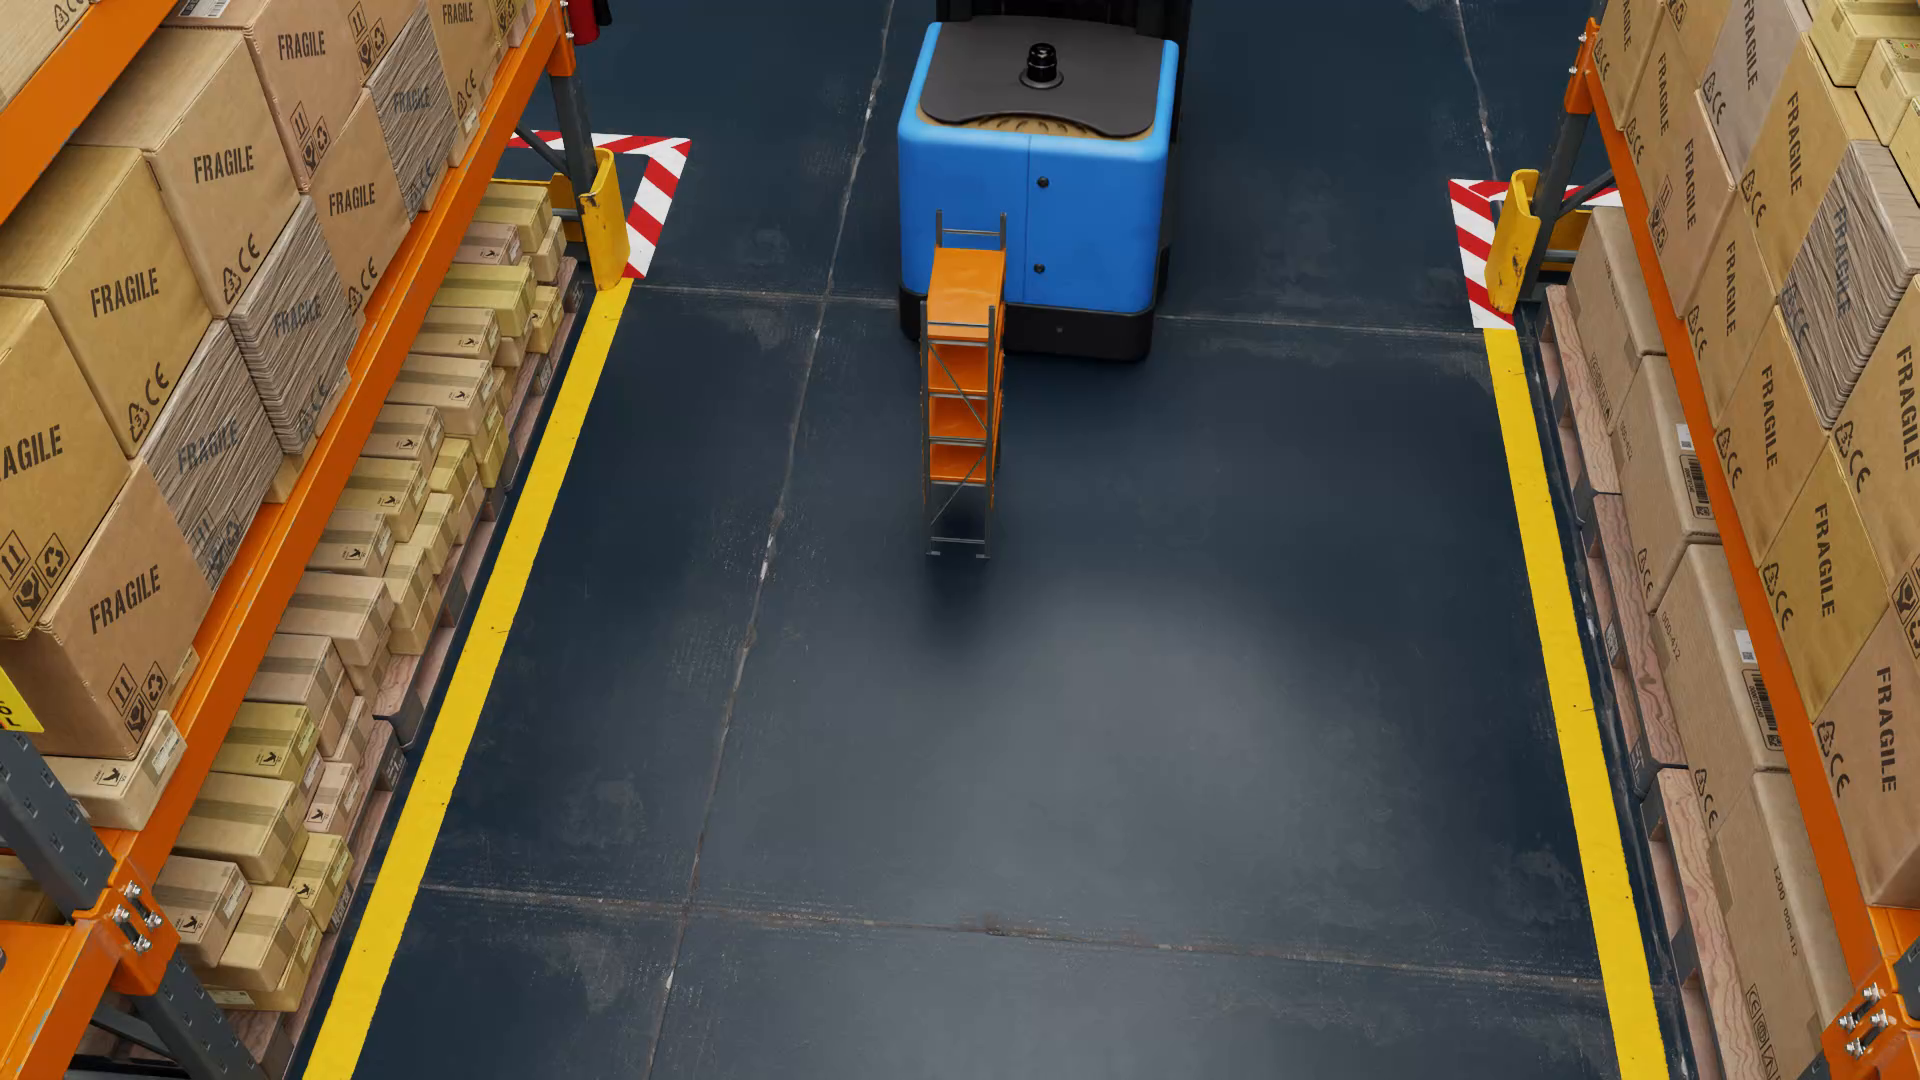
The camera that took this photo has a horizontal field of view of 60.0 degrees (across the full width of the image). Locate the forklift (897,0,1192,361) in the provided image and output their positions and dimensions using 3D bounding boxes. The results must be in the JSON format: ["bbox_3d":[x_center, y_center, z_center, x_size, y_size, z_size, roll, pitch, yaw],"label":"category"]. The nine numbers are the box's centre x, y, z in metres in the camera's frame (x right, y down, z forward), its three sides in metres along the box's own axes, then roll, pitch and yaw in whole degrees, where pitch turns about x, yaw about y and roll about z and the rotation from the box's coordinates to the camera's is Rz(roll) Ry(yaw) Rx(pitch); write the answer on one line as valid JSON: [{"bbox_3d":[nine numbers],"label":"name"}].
[{"bbox_3d":[0.476,-2.828,6.850,1.130,2.935,3.031,6,48,6],"label":"forklift"}]

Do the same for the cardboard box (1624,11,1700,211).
[{"bbox_3d":[2.533,-1.383,5.415,0.500,0.500,0.500,3,48,3],"label":"cardboard box"}]

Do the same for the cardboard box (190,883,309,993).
[{"bbox_3d":[-2.070,1.099,4.658,0.380,0.149,0.250,6,48,5],"label":"cardboard box"}]

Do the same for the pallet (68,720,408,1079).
[{"bbox_3d":[-2.396,1.069,5.129,1.003,0.211,1.213,4,48,4],"label":"pallet"}]

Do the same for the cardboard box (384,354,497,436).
[{"bbox_3d":[-1.886,-0.523,5.940,0.380,0.149,0.250,5,48,5],"label":"cardboard box"}]

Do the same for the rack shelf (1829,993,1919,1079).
[{"bbox_3d":[2.334,2.595,2.331,1.077,0.370,4.000,4,48,4],"label":"rack shelf"}]

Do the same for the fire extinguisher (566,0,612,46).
[{"bbox_3d":[-1.575,-2.317,6.642,0.296,0.674,0.183,4,48,4],"label":"fire extinguisher"}]

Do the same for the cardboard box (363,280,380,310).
[{"bbox_3d":[-2.019,-0.835,5.151,0.380,0.149,0.250,5,48,4],"label":"cardboard box"}]

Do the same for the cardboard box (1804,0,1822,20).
[{"bbox_3d":[2.440,-1.452,4.360,0.380,0.149,0.250,4,48,4],"label":"cardboard box"}]

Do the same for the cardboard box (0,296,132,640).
[{"bbox_3d":[-2.138,-0.163,3.419,0.500,0.500,0.500,5,48,4],"label":"cardboard box"}]

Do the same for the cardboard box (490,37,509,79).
[{"bbox_3d":[-1.866,-1.792,6.026,0.380,0.149,0.250,4,48,3],"label":"cardboard box"}]

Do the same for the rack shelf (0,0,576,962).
[{"bbox_3d":[-2.240,-0.603,5.256,1.077,0.370,4.000,4,48,4],"label":"rack shelf"}]

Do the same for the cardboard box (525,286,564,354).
[{"bbox_3d":[-1.821,-0.898,6.686,0.380,0.149,0.250,5,48,5],"label":"cardboard box"}]

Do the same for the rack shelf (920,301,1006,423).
[{"bbox_3d":[0.015,-0.632,5.803,0.258,0.148,0.480,4,48,4],"label":"rack shelf"}]

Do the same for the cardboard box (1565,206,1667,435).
[{"bbox_3d":[2.920,-0.842,6.439,0.875,0.438,0.875,2,48,2],"label":"cardboard box"}]

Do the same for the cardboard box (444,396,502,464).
[{"bbox_3d":[-1.901,-0.425,6.052,0.380,0.149,0.250,5,48,4],"label":"cardboard box"}]

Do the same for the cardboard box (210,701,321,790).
[{"bbox_3d":[-2.126,0.617,4.897,0.380,0.149,0.250,3,48,3],"label":"cardboard box"}]

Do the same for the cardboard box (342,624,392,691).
[{"bbox_3d":[-2.075,0.327,5.364,0.380,0.149,0.250,6,48,5],"label":"cardboard box"}]

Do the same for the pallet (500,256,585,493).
[{"bbox_3d":[-2.174,-0.724,6.769,1.003,0.211,1.213,4,48,4],"label":"pallet"}]

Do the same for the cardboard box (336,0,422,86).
[{"bbox_3d":[-1.936,-1.679,4.806,0.500,0.500,0.500,6,48,5],"label":"cardboard box"}]

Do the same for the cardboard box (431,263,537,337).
[{"bbox_3d":[-1.831,-0.910,6.294,0.380,0.149,0.250,3,48,3],"label":"cardboard box"}]

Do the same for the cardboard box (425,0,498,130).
[{"bbox_3d":[-1.894,-1.724,5.524,0.500,0.500,0.500,3,48,3],"label":"cardboard box"}]

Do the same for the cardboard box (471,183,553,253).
[{"bbox_3d":[-1.854,-1.290,6.641,0.380,0.149,0.250,4,48,4],"label":"cardboard box"}]

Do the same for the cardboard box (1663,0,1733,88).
[{"bbox_3d":[2.513,-1.714,5.040,0.500,0.500,0.500,3,48,2],"label":"cardboard box"}]

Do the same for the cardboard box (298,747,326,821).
[{"bbox_3d":[-2.150,0.726,4.999,0.380,0.149,0.250,4,48,3],"label":"cardboard box"}]

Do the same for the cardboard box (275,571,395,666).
[{"bbox_3d":[-2.021,0.242,5.240,0.380,0.149,0.250,5,48,4],"label":"cardboard box"}]

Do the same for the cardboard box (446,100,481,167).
[{"bbox_3d":[-1.874,-1.417,5.684,0.380,0.149,0.250,5,48,5],"label":"cardboard box"}]

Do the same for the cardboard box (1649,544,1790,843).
[{"bbox_3d":[2.762,0.494,5.217,0.875,0.438,0.875,3,48,2],"label":"cardboard box"}]

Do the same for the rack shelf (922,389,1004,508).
[{"bbox_3d":[0.015,-0.347,6.115,0.258,0.148,0.480,4,48,4],"label":"rack shelf"}]

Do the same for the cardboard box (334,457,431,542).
[{"bbox_3d":[-2.017,-0.142,5.591,0.380,0.149,0.250,4,48,4],"label":"cardboard box"}]

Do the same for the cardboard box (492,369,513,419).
[{"bbox_3d":[-1.940,-0.528,6.347,0.380,0.149,0.250,4,48,4],"label":"cardboard box"}]

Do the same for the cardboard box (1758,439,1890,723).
[{"bbox_3d":[2.346,0.113,4.047,0.500,0.500,0.500,3,48,3],"label":"cardboard box"}]

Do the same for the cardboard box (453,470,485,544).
[{"bbox_3d":[-1.946,-0.136,5.989,0.380,0.149,0.250,5,48,4],"label":"cardboard box"}]

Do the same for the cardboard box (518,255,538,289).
[{"bbox_3d":[-1.899,-1.000,6.577,0.380,0.149,0.250,3,48,3],"label":"cardboard box"}]

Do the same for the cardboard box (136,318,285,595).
[{"bbox_3d":[-2.088,-0.221,4.150,0.500,0.500,0.500,4,48,4],"label":"cardboard box"}]

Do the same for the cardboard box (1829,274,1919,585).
[{"bbox_3d":[2.339,-0.226,3.679,0.500,0.500,0.500,3,48,3],"label":"cardboard box"}]

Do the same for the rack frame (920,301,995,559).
[{"bbox_3d":[-0.007,-0.347,5.755,0.240,1.200,0.015,4,48,4],"label":"rack frame"}]

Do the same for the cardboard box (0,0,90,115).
[{"bbox_3d":[-2.081,-1.029,3.227,0.500,0.250,0.500,3,48,3],"label":"cardboard box"}]

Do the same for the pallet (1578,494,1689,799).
[{"bbox_3d":[2.772,0.371,5.767,1.003,0.211,1.213,4,48,4],"label":"pallet"}]

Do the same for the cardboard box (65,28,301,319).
[{"bbox_3d":[-2.030,-0.913,4.105,0.500,0.500,0.500,5,48,4],"label":"cardboard box"}]

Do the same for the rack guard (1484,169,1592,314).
[{"bbox_3d":[2.883,-1.231,7.037,1.175,0.500,0.348,4,48,4],"label":"rack guard"}]

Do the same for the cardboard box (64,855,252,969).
[{"bbox_3d":[-2.185,1.004,4.543,0.380,0.149,0.250,6,48,5],"label":"cardboard box"}]

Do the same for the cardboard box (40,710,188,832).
[{"bbox_3d":[-2.071,0.523,3.909,0.380,0.149,0.250,5,48,5],"label":"cardboard box"}]

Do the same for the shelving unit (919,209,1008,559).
[{"bbox_3d":[0.015,-0.527,5.918,0.258,1.200,0.503,4,48,4],"label":"shelving unit"}]

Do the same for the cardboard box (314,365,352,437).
[{"bbox_3d":[-1.999,-0.448,4.797,0.380,0.149,0.250,6,48,5],"label":"cardboard box"}]

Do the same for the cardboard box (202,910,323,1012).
[{"bbox_3d":[-2.069,1.199,4.768,0.380,0.149,0.250,2,48,2],"label":"cardboard box"}]

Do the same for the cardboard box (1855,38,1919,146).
[{"bbox_3d":[2.414,-1.072,4.013,0.380,0.149,0.250,4,48,4],"label":"cardboard box"}]

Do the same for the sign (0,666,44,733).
[{"bbox_3d":[-1.869,0.268,3.187,0.100,0.325,0.005,4,48,4],"label":"sign"}]

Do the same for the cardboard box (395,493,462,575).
[{"bbox_3d":[-1.941,-0.033,5.694,0.380,0.149,0.250,4,48,4],"label":"cardboard box"}]

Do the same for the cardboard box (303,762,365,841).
[{"bbox_3d":[-2.074,0.817,5.118,0.380,0.149,0.250,4,48,3],"label":"cardboard box"}]

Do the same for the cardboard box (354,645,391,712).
[{"bbox_3d":[-2.111,0.427,5.474,0.380,0.149,0.250,2,48,2],"label":"cardboard box"}]

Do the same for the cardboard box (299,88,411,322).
[{"bbox_3d":[-1.987,-0.985,4.849,0.500,0.500,0.500,6,48,5],"label":"cardboard box"}]

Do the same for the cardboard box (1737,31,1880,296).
[{"bbox_3d":[2.430,-0.969,4.358,0.500,0.500,0.500,4,48,4],"label":"cardboard box"}]

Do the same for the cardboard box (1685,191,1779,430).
[{"bbox_3d":[2.440,-0.642,4.736,0.500,0.500,0.500,5,48,5],"label":"cardboard box"}]

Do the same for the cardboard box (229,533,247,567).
[{"bbox_3d":[-2.118,-0.071,4.452,0.380,0.149,0.250,2,48,2],"label":"cardboard box"}]

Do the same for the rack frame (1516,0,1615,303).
[{"bbox_3d":[2.881,-2.057,6.098,1.000,3.000,0.127,4,48,4],"label":"rack frame"}]
